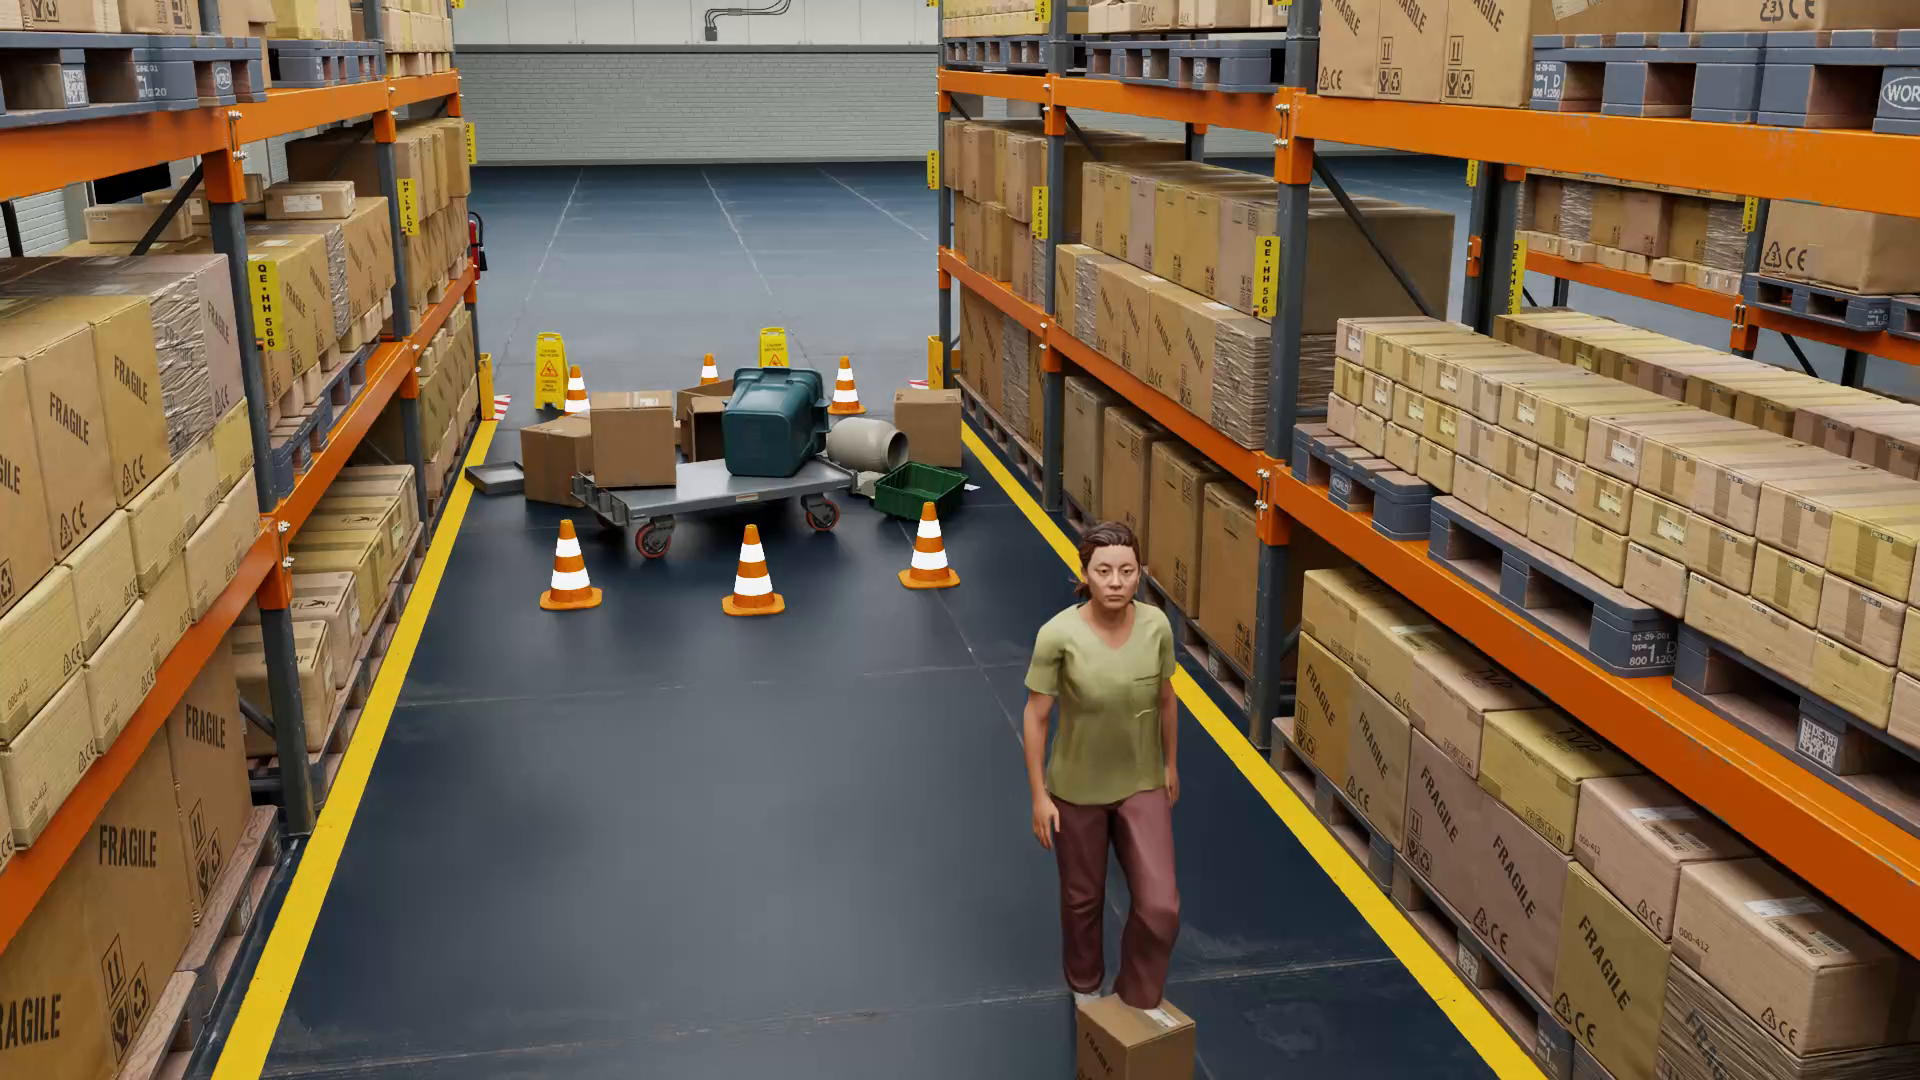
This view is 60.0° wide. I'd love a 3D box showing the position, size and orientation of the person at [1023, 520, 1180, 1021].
[{"bbox_3d":[0.433,0.764,4.956,0.506,1.700,0.587,-2,17,-7],"label":"person"}]
